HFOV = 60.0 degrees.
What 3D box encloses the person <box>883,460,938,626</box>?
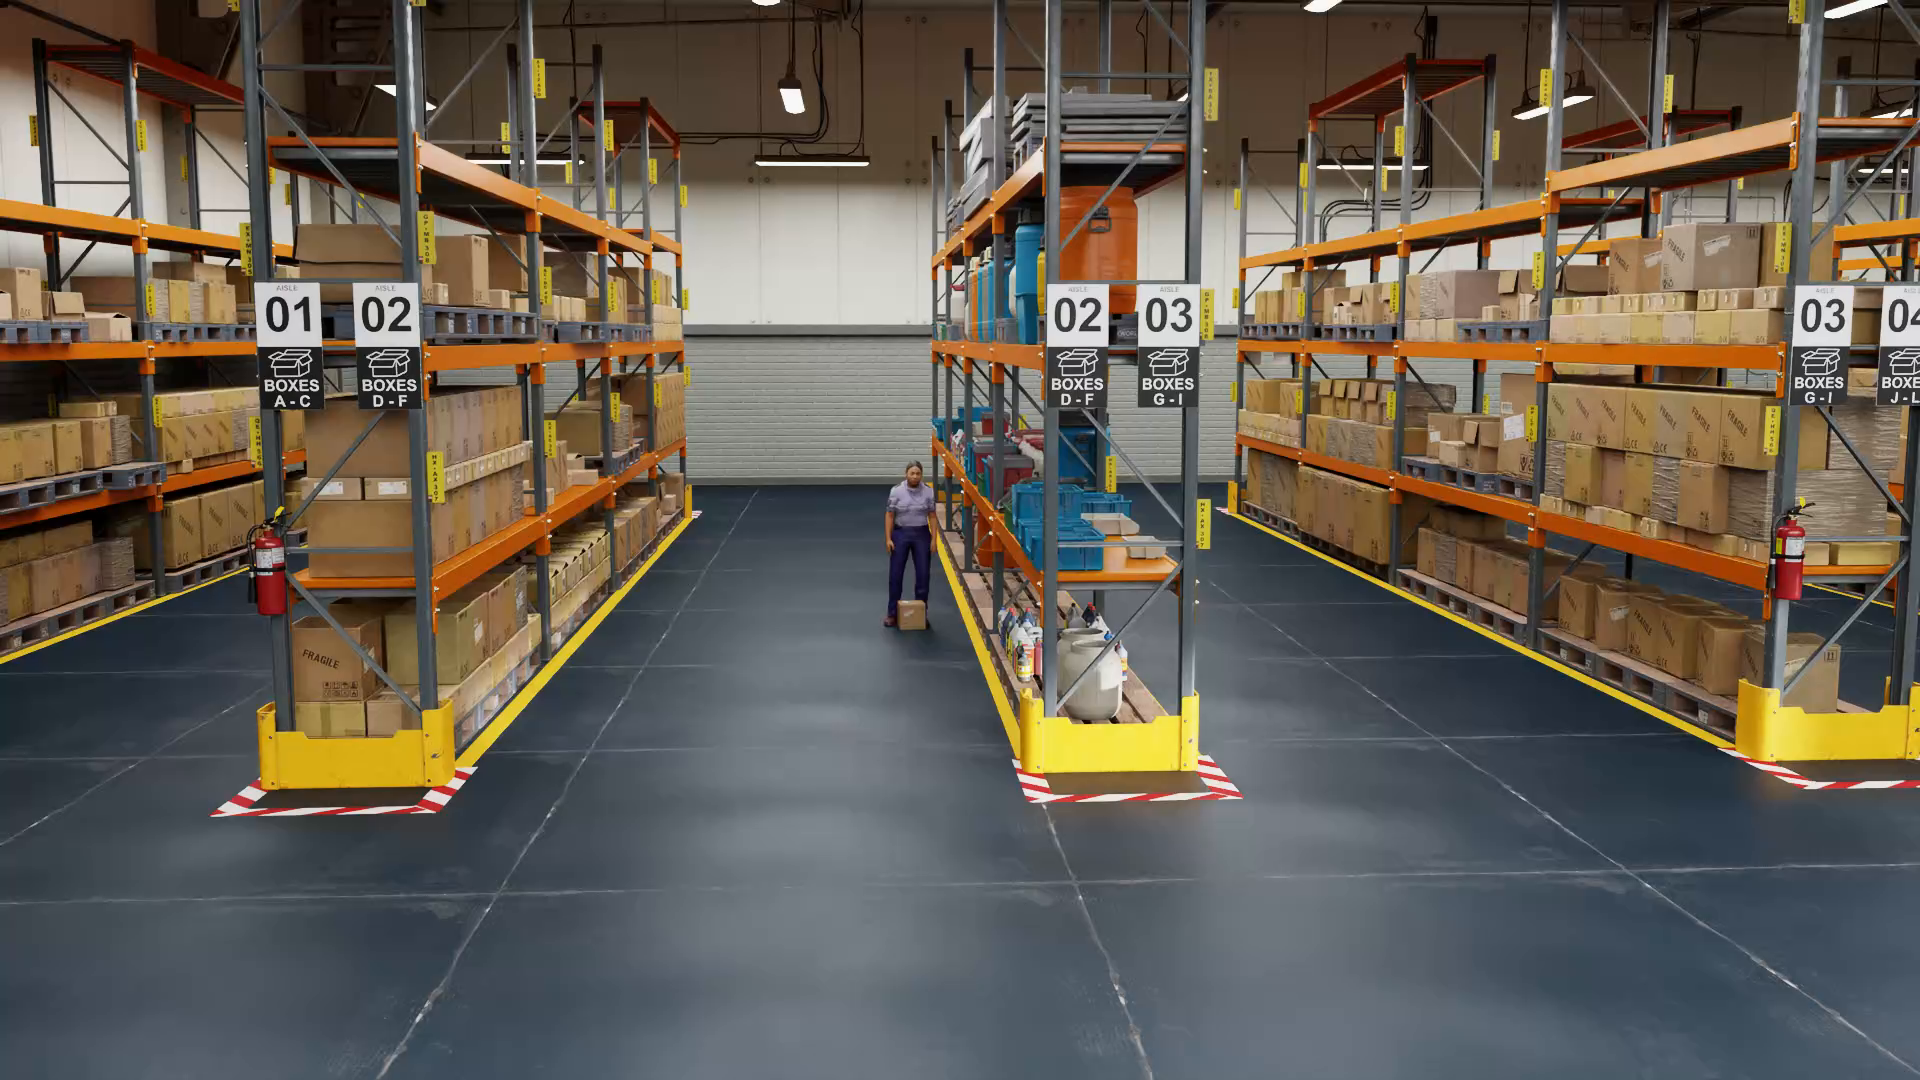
[{"bbox_3d":[-0.494,0.031,16.592,0.559,1.636,0.426,-1,7,-7],"label":"person"}]
